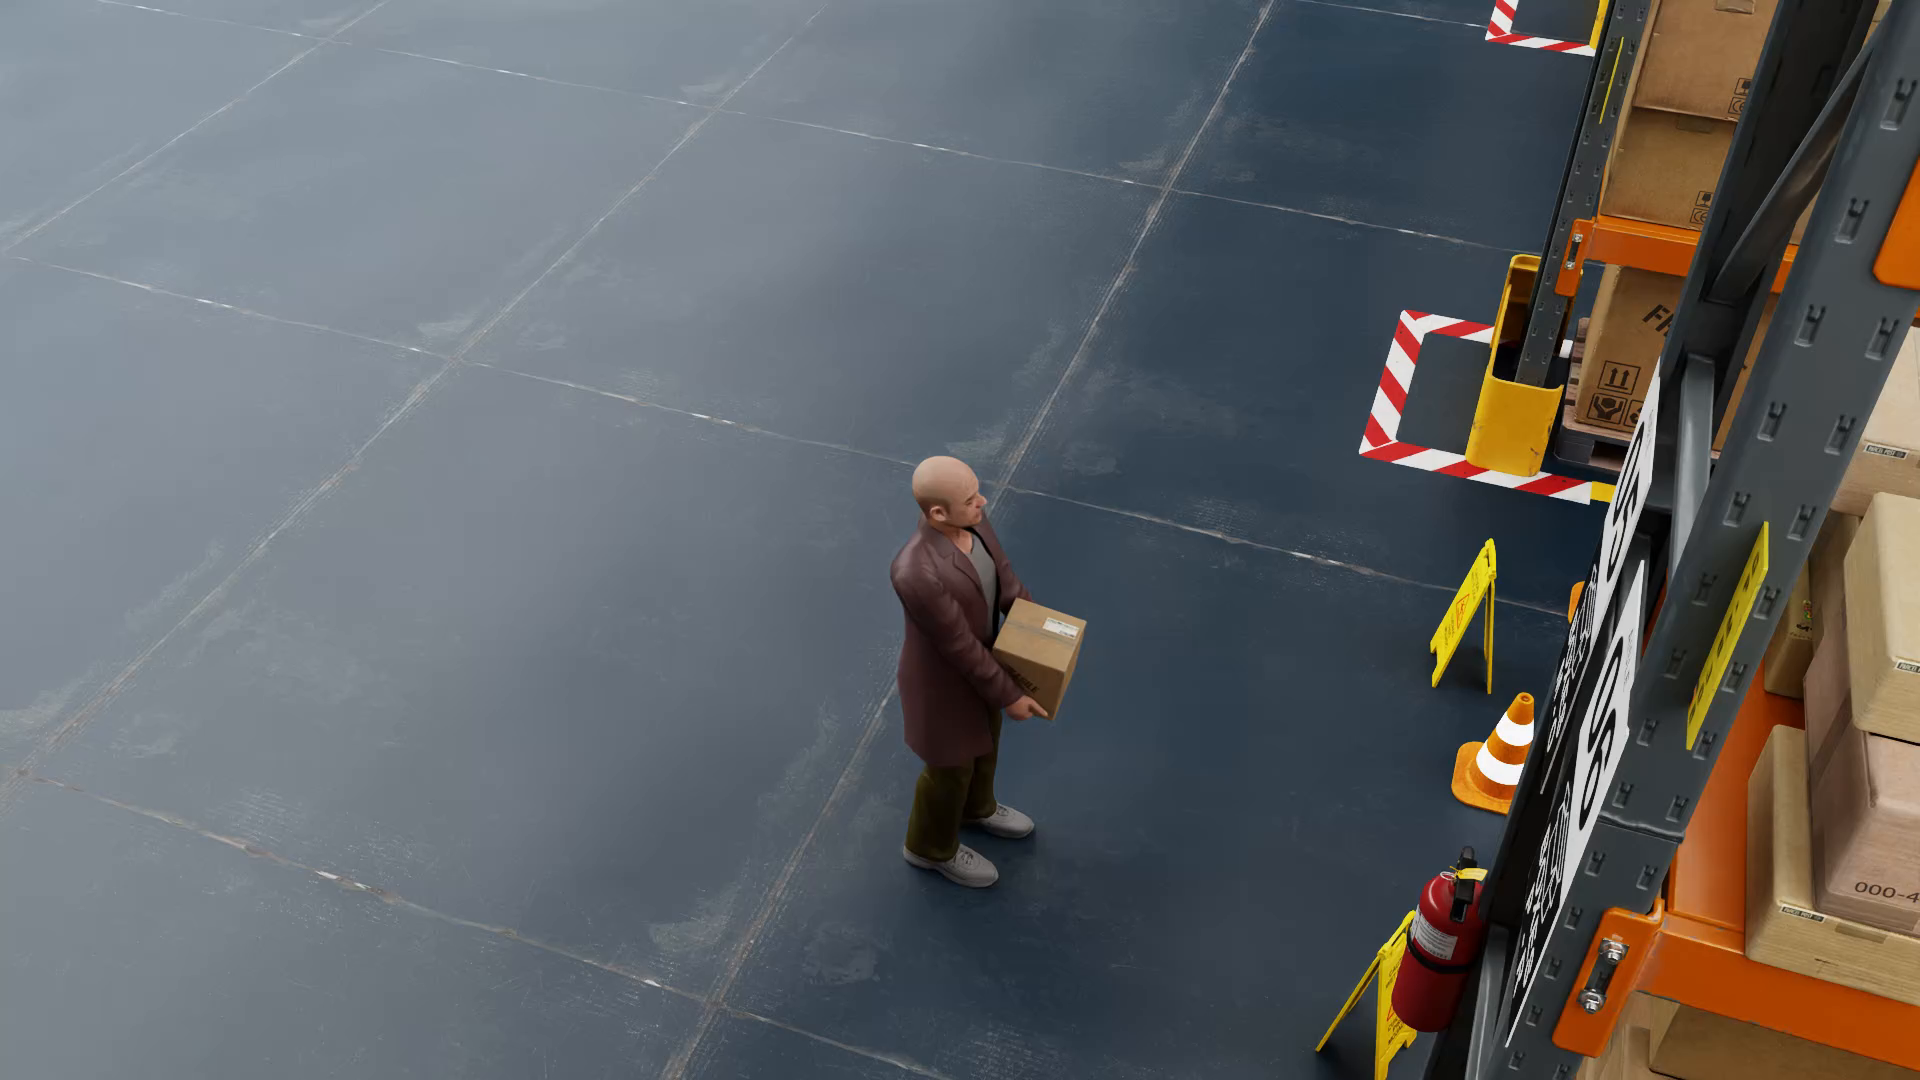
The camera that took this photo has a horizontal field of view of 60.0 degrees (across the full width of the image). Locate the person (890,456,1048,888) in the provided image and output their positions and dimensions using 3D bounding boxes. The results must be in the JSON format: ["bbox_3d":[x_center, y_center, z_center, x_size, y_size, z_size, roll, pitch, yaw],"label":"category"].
[{"bbox_3d":[0.075,0.468,5.633,0.548,1.779,0.525,13,43,15],"label":"person"}]
